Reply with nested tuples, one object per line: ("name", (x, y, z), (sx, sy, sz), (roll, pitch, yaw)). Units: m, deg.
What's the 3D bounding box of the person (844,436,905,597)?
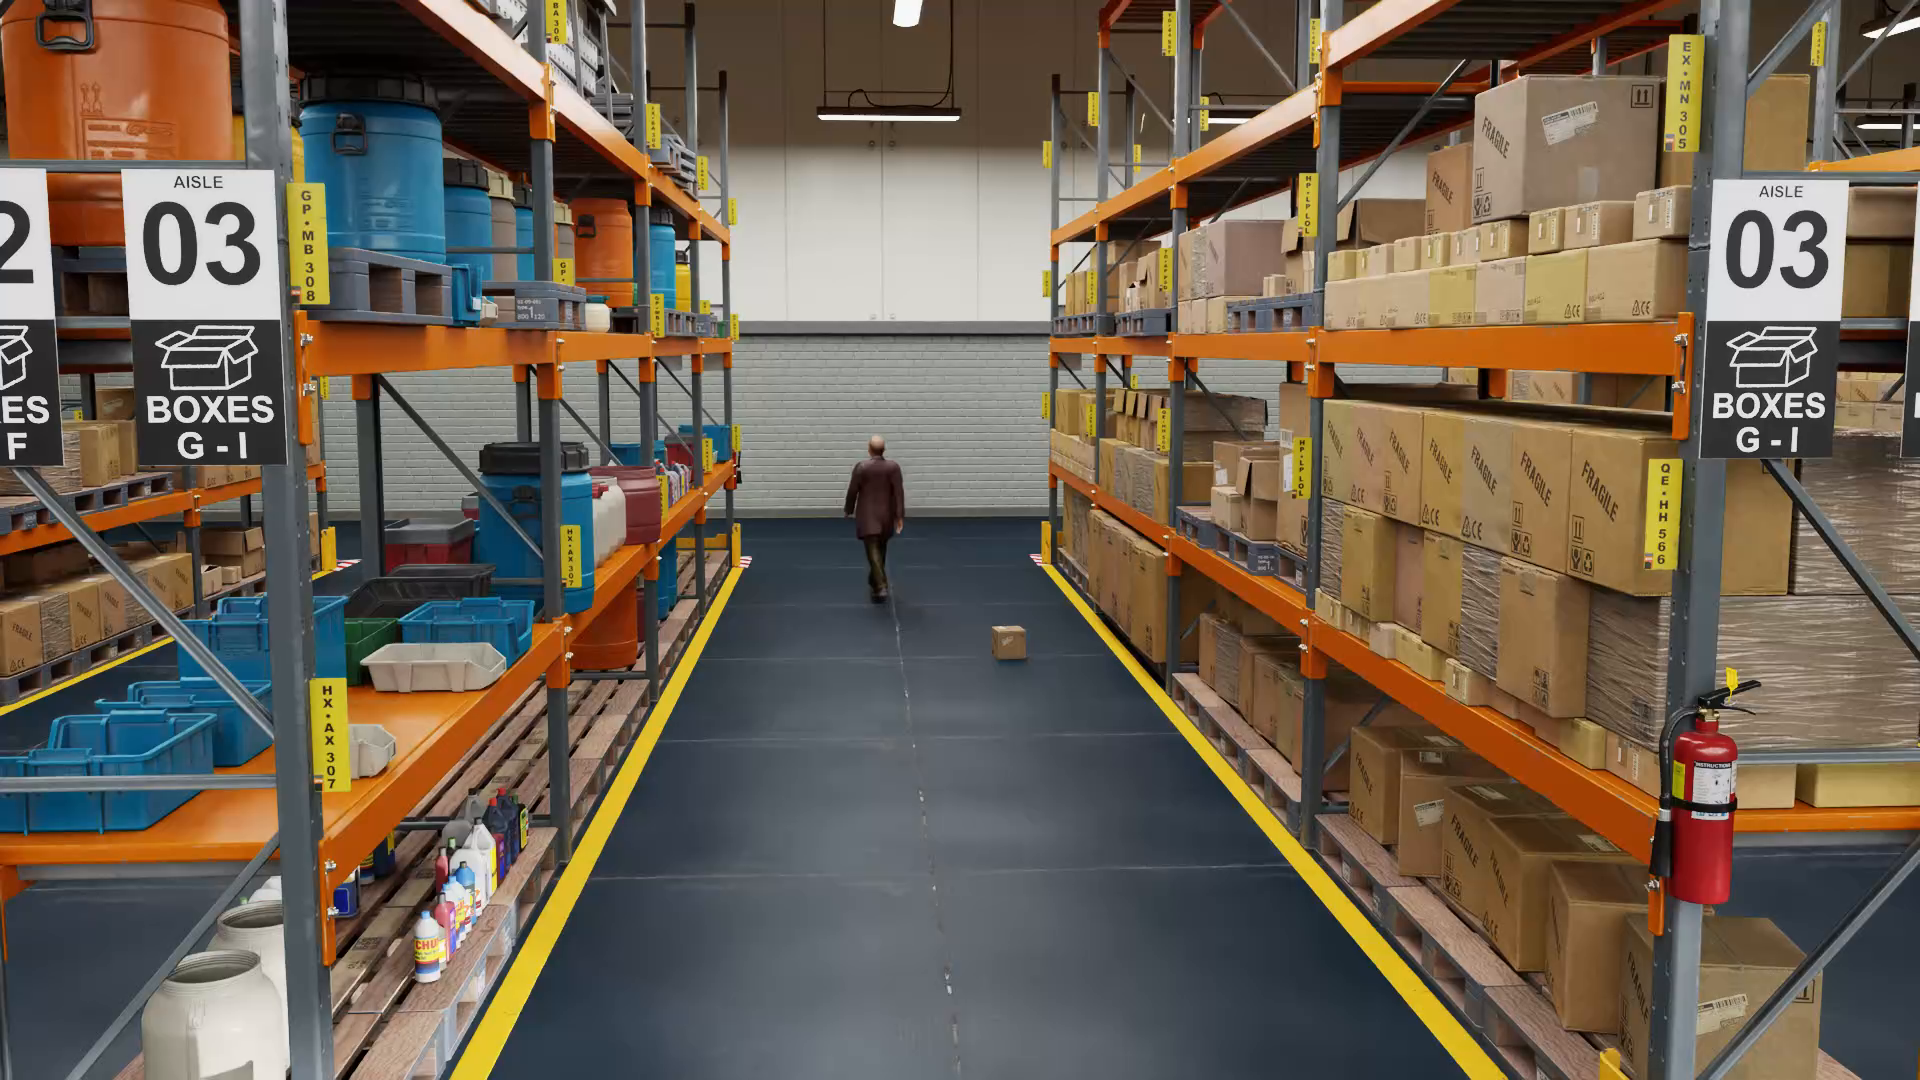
("person", (-0.962, -0.281, 18.102), (0.594, 1.722, 1.092), (-3, 7, -22))
